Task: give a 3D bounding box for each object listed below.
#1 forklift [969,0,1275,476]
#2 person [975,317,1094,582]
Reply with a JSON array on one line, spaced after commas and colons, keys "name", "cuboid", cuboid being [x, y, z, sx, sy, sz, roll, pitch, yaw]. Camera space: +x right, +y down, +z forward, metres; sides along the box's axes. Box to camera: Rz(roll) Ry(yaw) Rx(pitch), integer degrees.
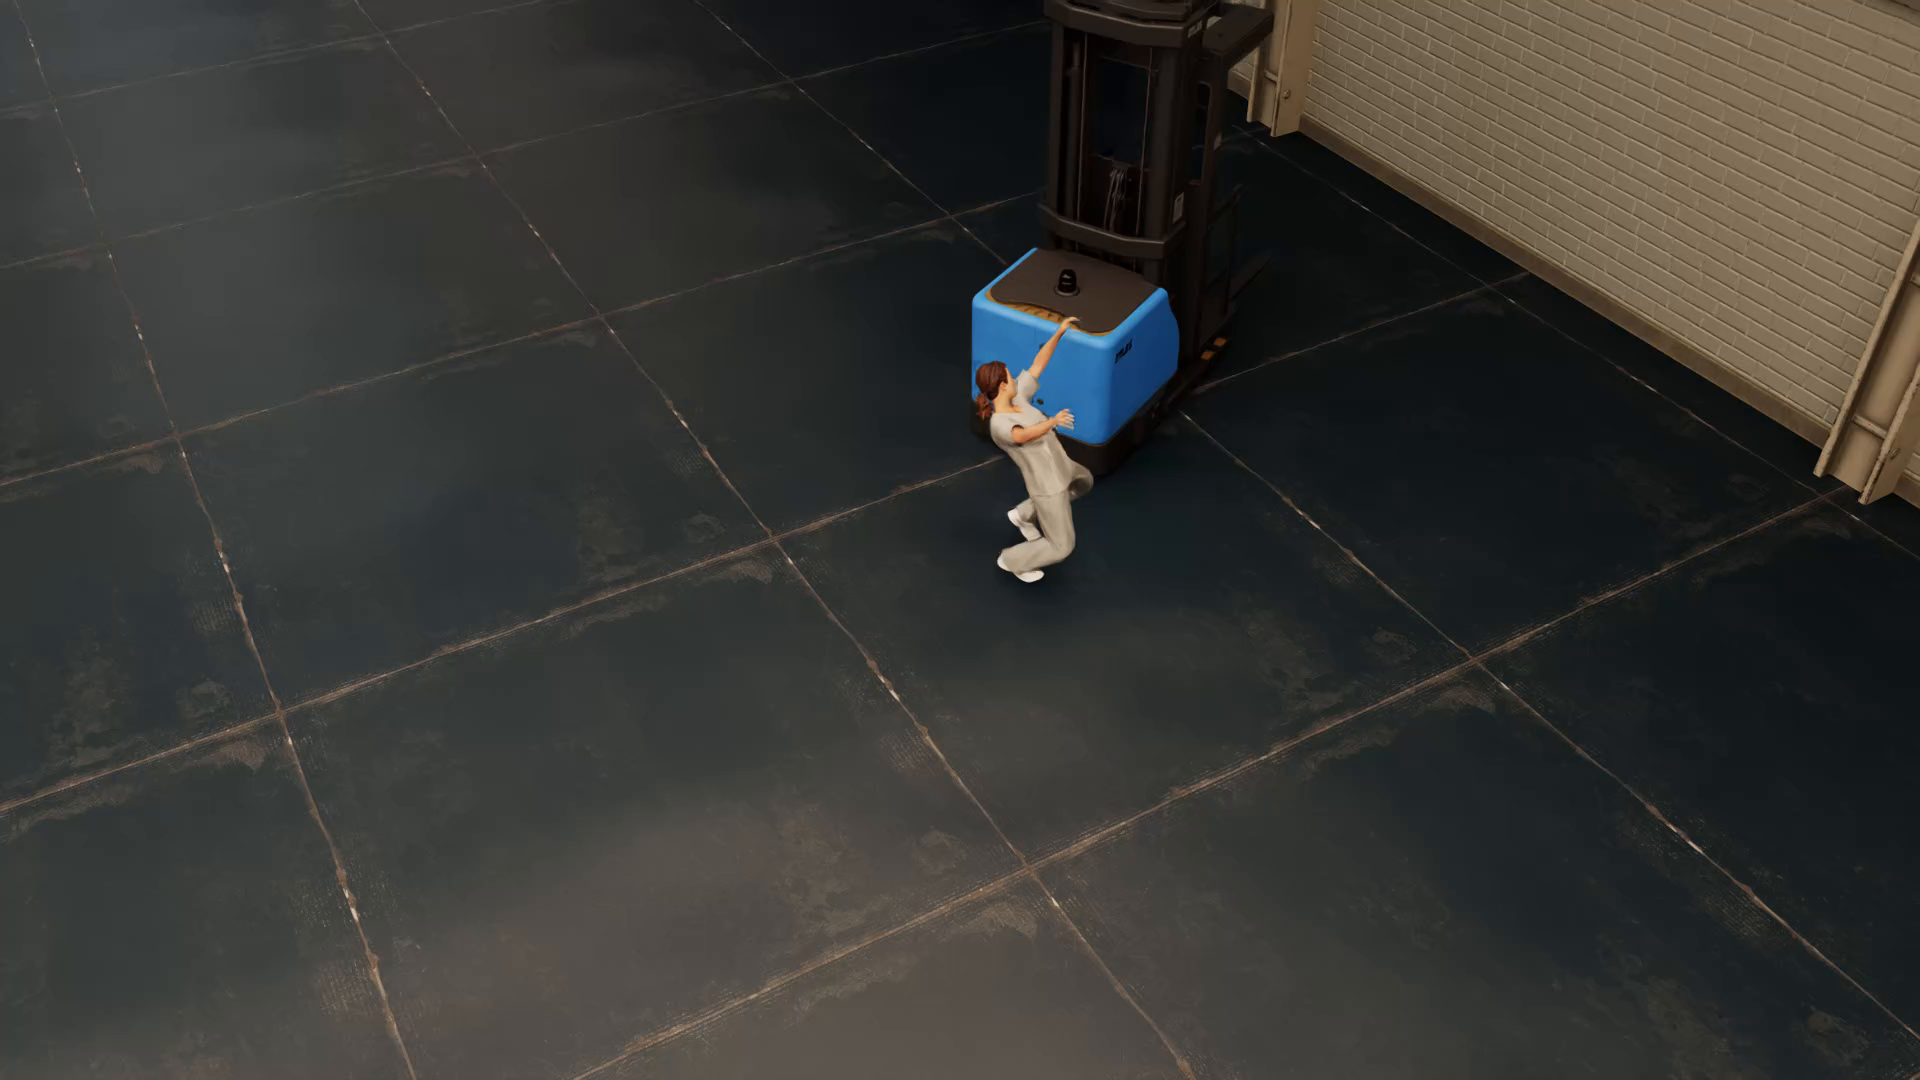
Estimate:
[{"name": "forklift", "cuboid": [1.283, -2.454, 10.995, 1.130, 2.935, 3.031, 22, 45, 25]}, {"name": "person", "cuboid": [0.407, -0.433, 9.614, 0.691, 1.555, 0.877, 7, 40, 8]}]
